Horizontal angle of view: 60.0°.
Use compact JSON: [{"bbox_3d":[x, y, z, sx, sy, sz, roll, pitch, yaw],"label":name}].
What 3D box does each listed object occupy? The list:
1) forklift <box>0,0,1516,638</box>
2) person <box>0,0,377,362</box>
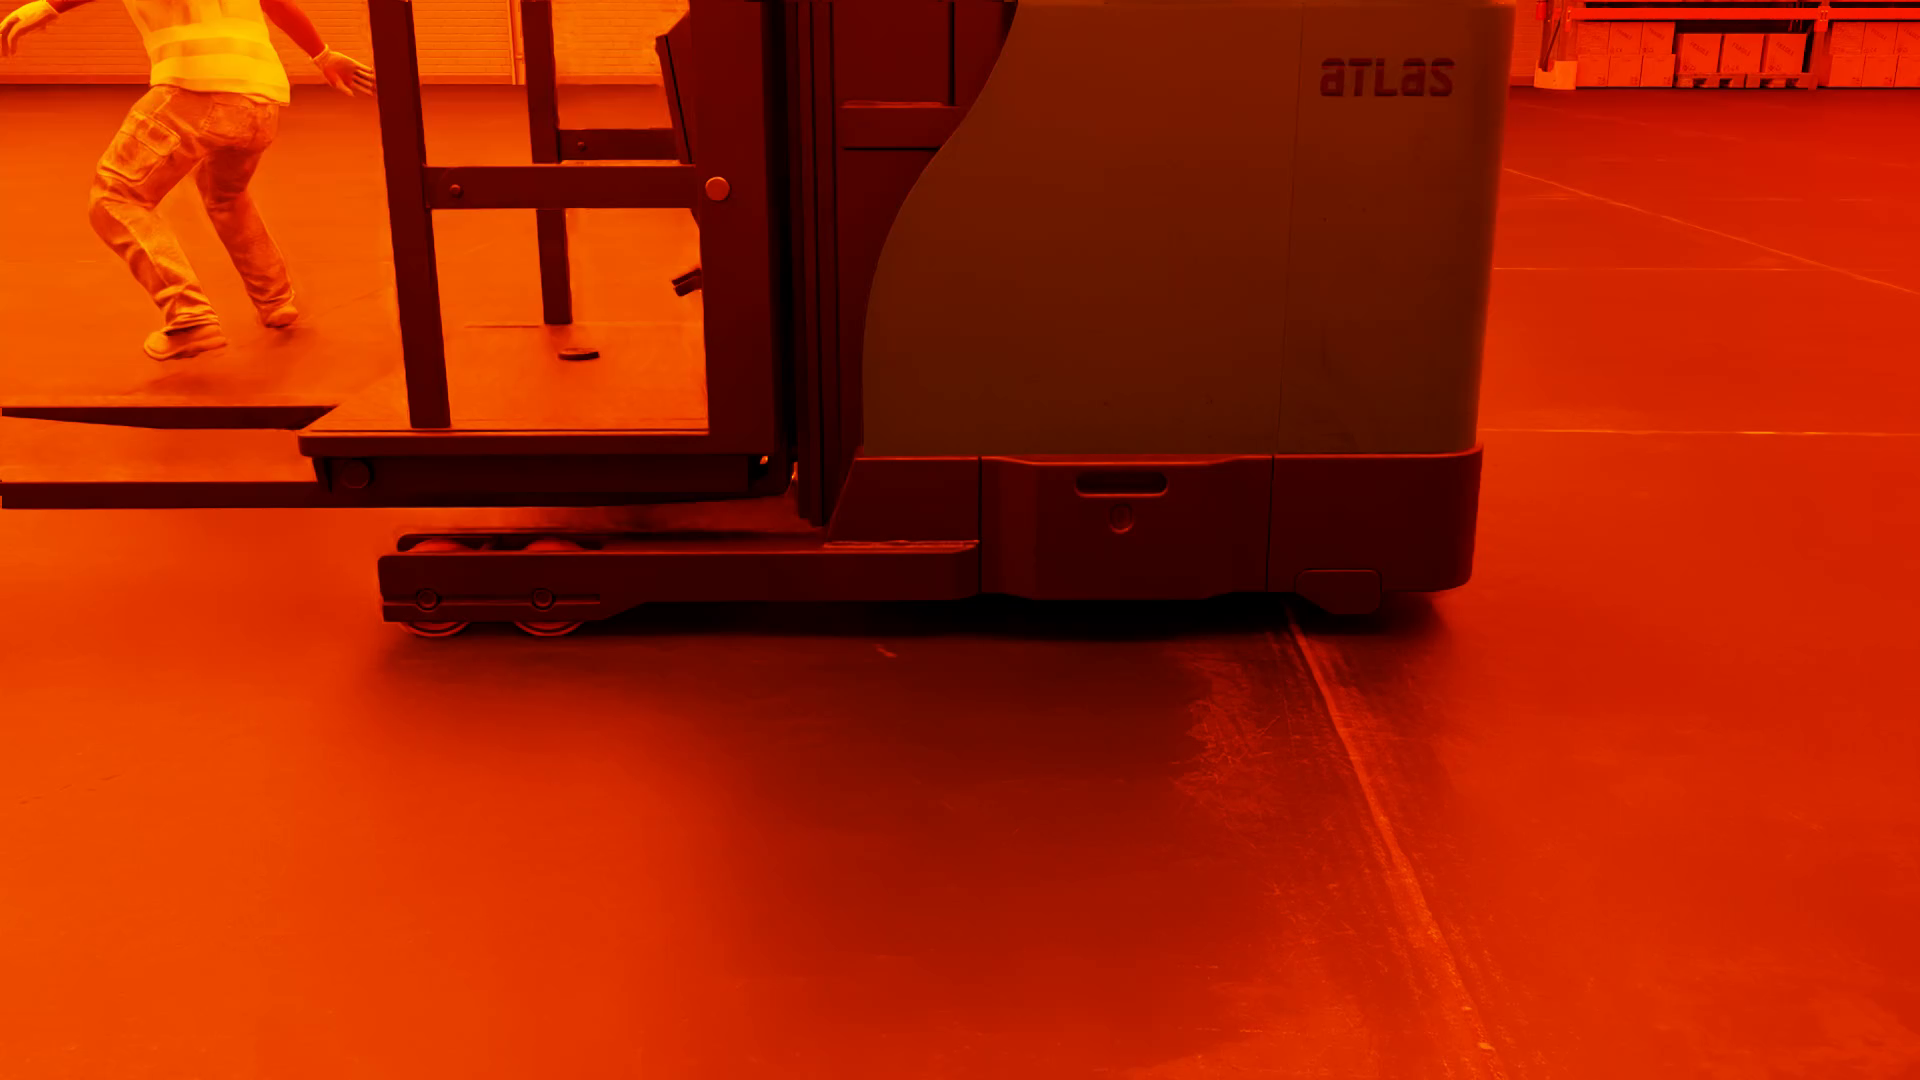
[{"bbox_3d":[-0.622,-1.391,2.910,3.031,2.935,1.130,0,17,-1],"label":"forklift"},{"bbox_3d":[-2.321,-1.338,5.139,0.570,1.723,1.159,3,17,9],"label":"person"}]
